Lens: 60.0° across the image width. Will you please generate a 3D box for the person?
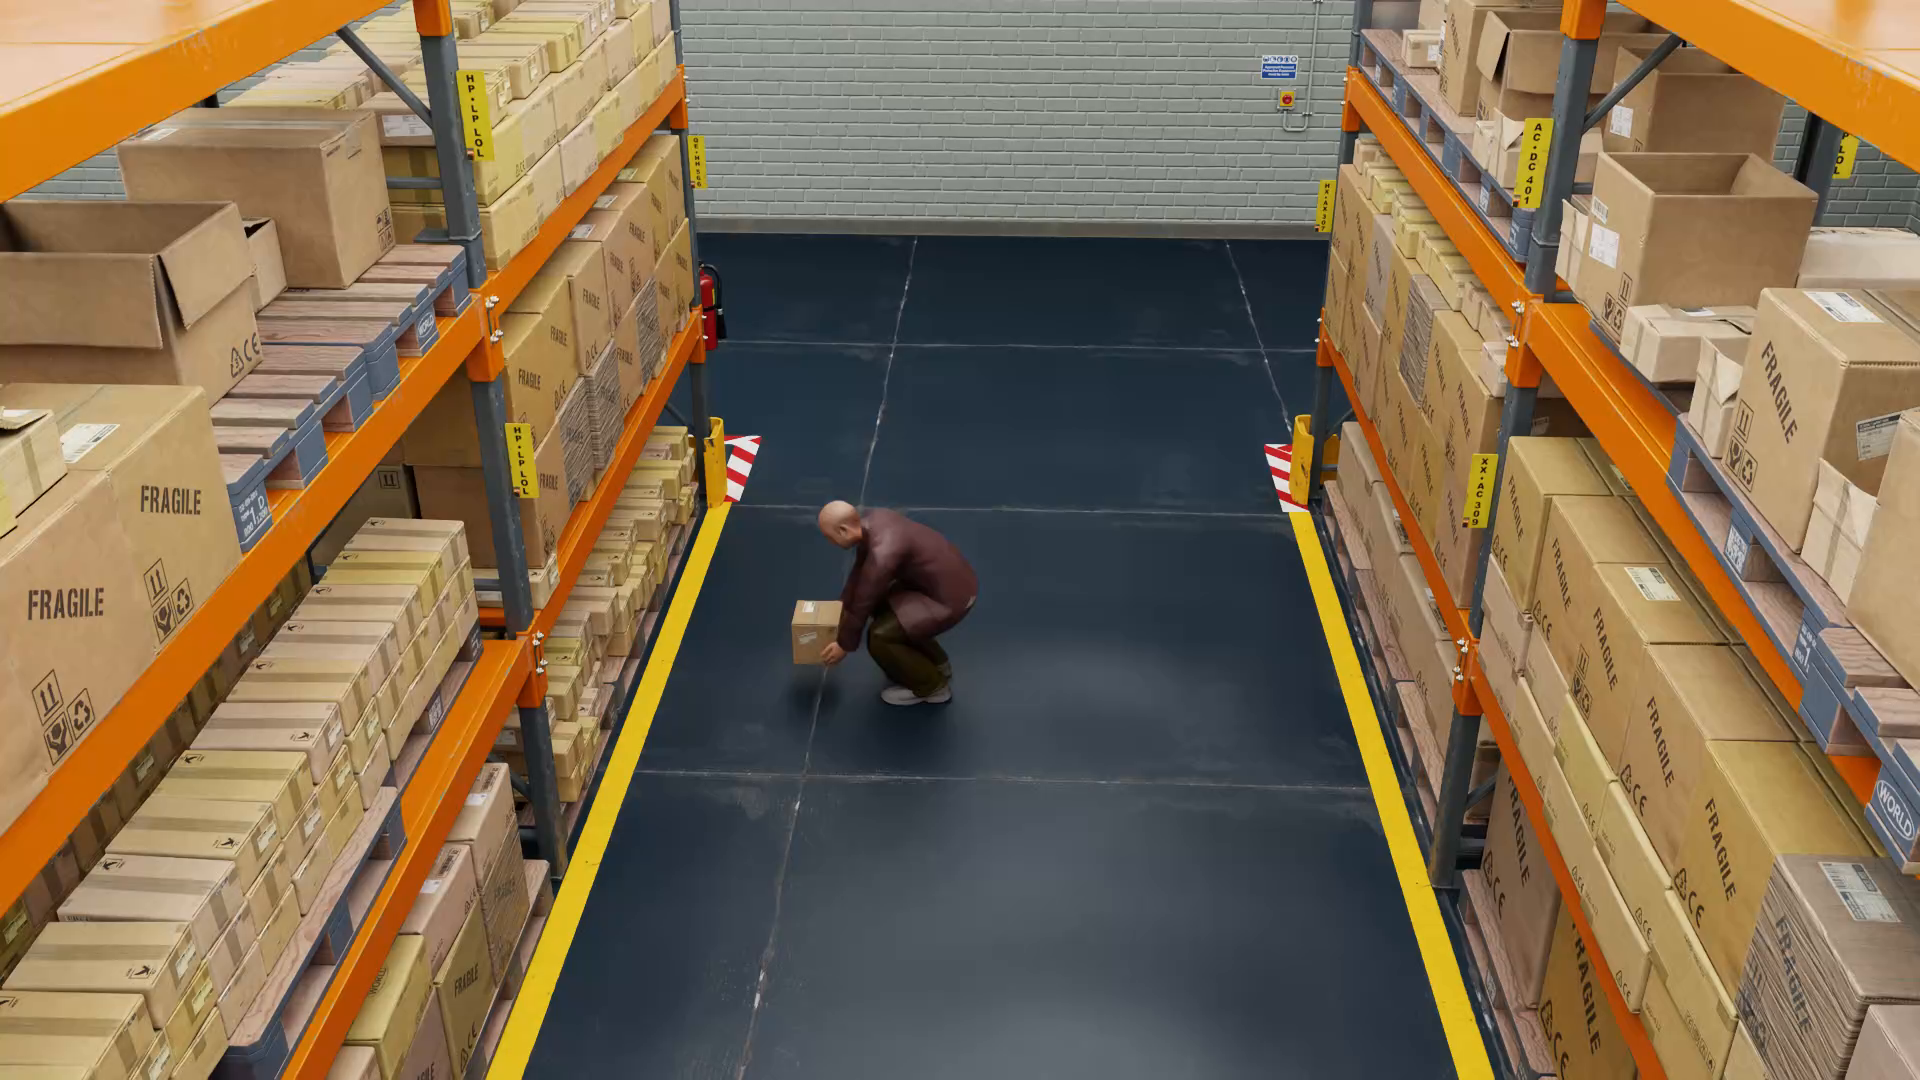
[{"bbox_3d":[-0.325,0.301,8.746,0.852,1.144,0.620,1,28,2],"label":"person"}]
